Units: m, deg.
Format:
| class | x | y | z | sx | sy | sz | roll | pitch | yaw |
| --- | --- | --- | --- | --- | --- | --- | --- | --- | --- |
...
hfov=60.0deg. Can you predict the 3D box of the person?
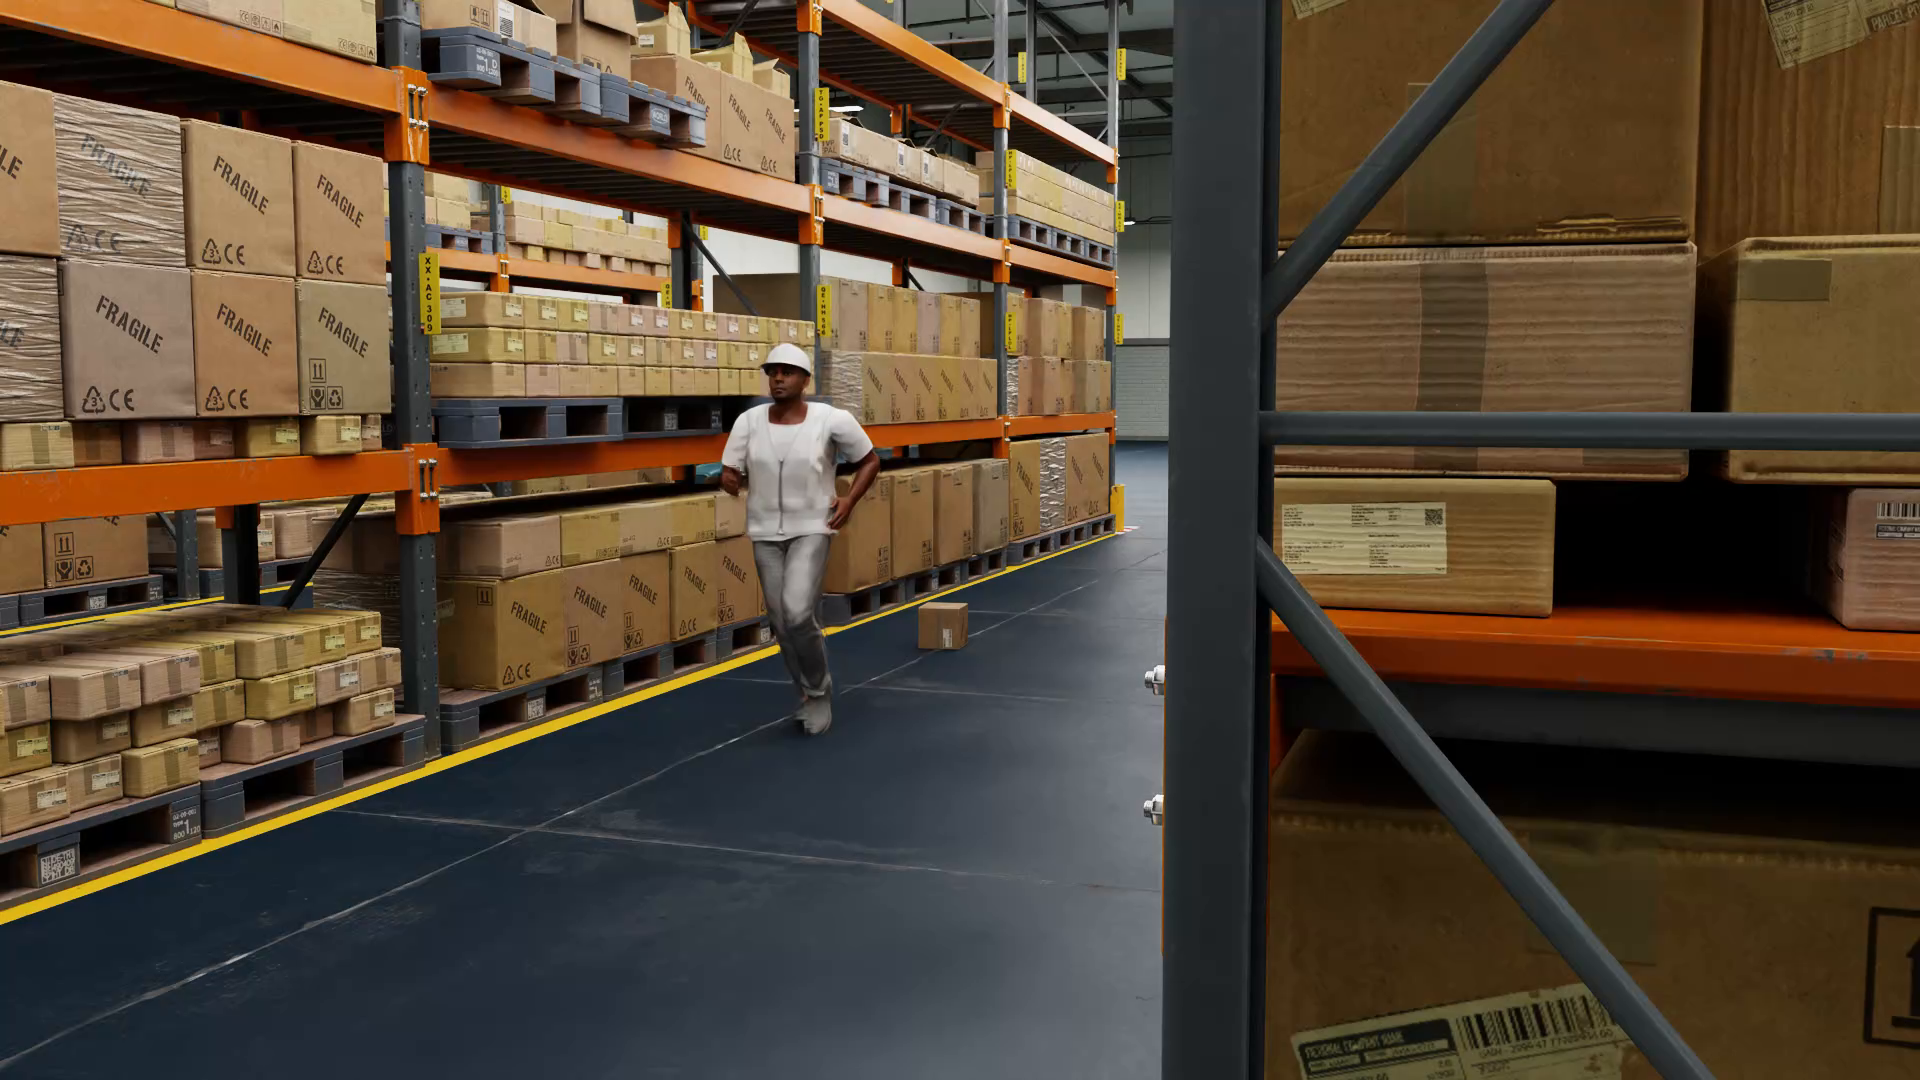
| class | x | y | z | sx | sy | sz | roll | pitch | yaw |
| --- | --- | --- | --- | --- | --- | --- | --- | --- | --- |
| person | -0.768 | 0.007 | 7.475 | 0.700 | 1.773 | 0.602 | 1 | 5 | 13 |
